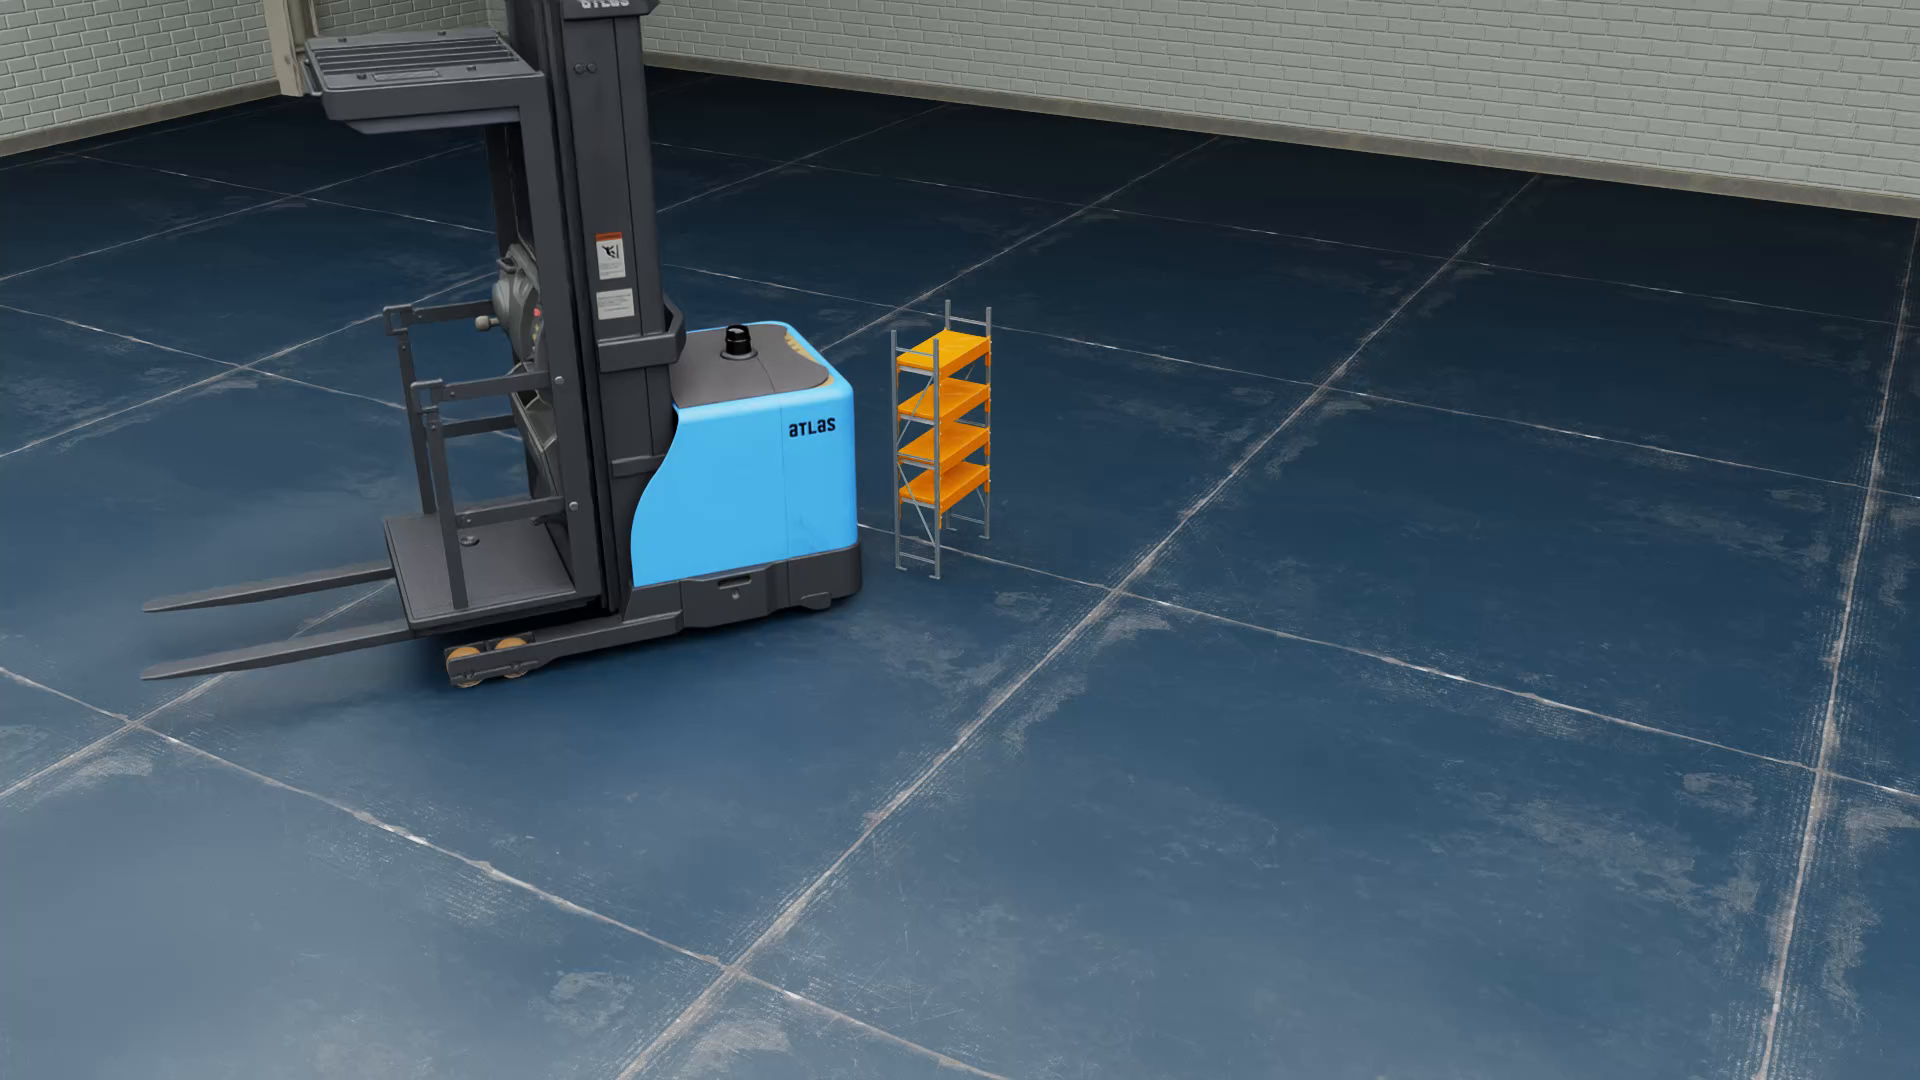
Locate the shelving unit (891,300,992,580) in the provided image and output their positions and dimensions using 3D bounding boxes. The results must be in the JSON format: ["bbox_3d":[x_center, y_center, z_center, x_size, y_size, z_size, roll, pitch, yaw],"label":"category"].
[{"bbox_3d":[-0.081,-0.472,7.853,0.258,1.200,0.503,14,30,26],"label":"shelving unit"}]

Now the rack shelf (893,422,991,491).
[{"bbox_3d":[-0.081,-0.412,7.883,0.258,0.148,0.480,14,30,26],"label":"rack shelf"}]

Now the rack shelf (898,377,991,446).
[{"bbox_3d":[-0.081,-0.612,7.783,0.258,0.148,0.480,14,30,26],"label":"rack shelf"}]

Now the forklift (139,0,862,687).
[{"bbox_3d":[-2.017,-0.959,6.892,3.031,2.935,1.130,-11,29,-21],"label":"forklift"}]

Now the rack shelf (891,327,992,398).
[{"bbox_3d":[-0.081,-0.823,7.677,0.258,0.148,0.480,14,30,26],"label":"rack shelf"}]

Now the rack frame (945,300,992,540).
[{"bbox_3d":[0.039,-0.567,8.043,0.240,1.200,0.015,14,30,26],"label":"rack frame"}]

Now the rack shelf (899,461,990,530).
[{"bbox_3d":[-0.081,-0.234,7.972,0.258,0.148,0.480,14,30,26],"label":"rack shelf"}]

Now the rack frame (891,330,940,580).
[{"bbox_3d":[-0.201,-0.377,7.663,0.240,1.200,0.015,14,30,26],"label":"rack frame"}]

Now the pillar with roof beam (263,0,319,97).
[{"bbox_3d":[-3.299,-7.890,13.958,9.100,9.000,0.400,14,30,26],"label":"pillar with roof beam"}]
